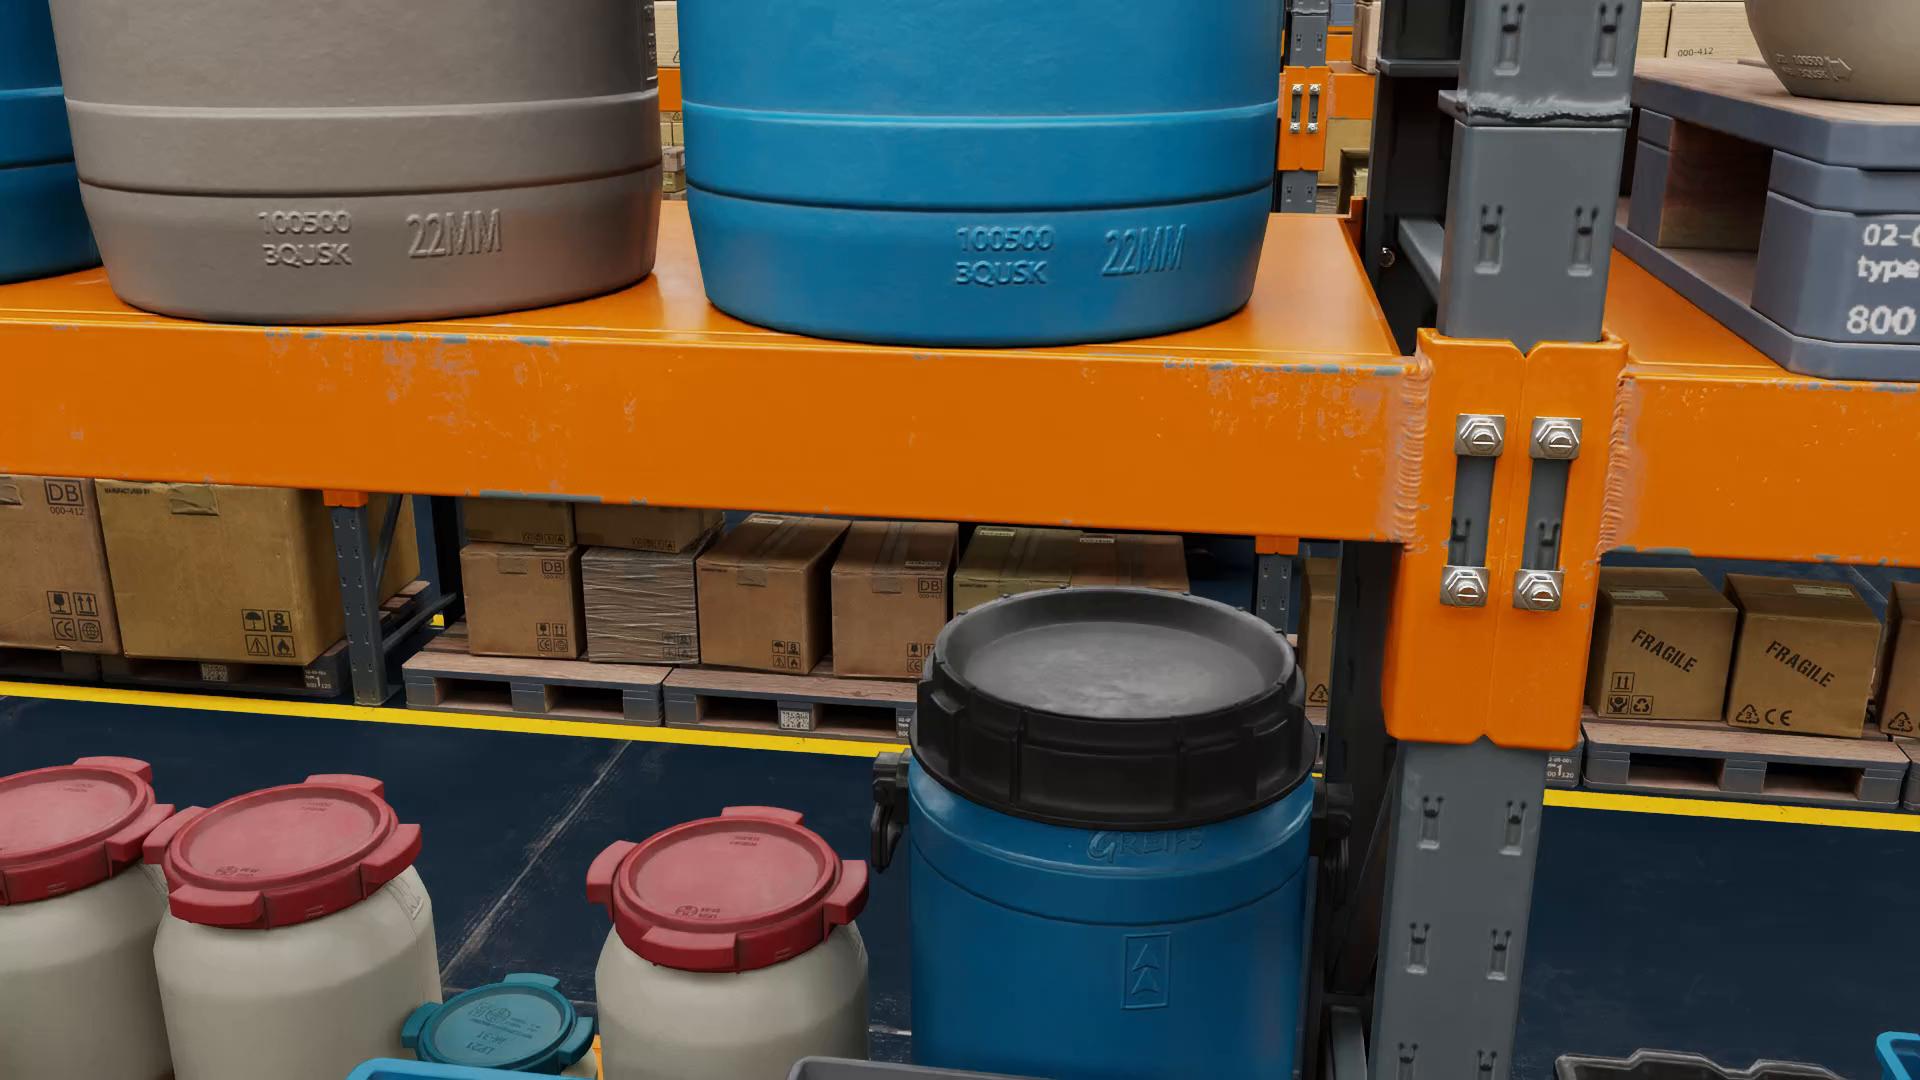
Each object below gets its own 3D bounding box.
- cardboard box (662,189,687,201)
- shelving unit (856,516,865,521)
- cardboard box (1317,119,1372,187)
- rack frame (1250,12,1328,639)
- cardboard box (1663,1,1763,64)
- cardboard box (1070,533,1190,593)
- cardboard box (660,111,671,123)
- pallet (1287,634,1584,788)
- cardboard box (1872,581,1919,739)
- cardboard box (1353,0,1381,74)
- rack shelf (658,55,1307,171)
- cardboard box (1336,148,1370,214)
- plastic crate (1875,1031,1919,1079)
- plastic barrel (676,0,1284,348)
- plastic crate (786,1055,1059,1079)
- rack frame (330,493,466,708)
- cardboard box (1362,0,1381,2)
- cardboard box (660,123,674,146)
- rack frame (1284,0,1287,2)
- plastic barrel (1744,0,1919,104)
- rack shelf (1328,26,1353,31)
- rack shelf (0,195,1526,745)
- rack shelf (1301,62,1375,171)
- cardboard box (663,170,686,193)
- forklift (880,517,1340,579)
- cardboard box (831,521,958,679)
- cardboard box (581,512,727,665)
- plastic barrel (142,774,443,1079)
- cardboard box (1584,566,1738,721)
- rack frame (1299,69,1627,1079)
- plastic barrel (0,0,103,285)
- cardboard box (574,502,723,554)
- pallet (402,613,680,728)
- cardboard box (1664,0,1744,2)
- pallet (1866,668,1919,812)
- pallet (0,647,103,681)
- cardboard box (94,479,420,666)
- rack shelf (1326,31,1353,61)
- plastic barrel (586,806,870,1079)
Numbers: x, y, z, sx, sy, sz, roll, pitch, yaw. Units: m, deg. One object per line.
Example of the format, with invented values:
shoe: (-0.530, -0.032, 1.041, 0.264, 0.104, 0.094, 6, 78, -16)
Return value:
cardboard box: (-2.131, -2.536, 12.389, 0.250, 0.149, 0.380, 3, 19, 8)
shelving unit: (-0.498, -0.591, 9.680, 0.189, 1.200, 0.258, 3, 19, 8)
cardboard box: (2.587, -2.723, 11.275, 0.550, 0.550, 0.875, 3, 19, 9)
rack frame: (1.341, -0.620, 6.928, 0.127, 3.000, 1.000, 3, 19, 9)
cardboard box: (2.757, -1.815, 6.009, 0.500, 0.250, 0.500, 2, 19, 6)
cardboard box: (0.739, 0.319, 7.368, 0.500, 0.500, 0.700, 1, 19, 4)
cardboard box: (-3.084, -4.470, 16.701, 0.500, 0.500, 0.500, 3, 19, 8)
pallet: (2.010, 0.725, 7.303, 1.213, 0.211, 1.003, 3, 19, 9)
cardboard box: (4.081, 0.512, 6.824, 0.500, 0.500, 0.500, 8, 20, 23)
cardboard box: (1.745, -1.868, 6.169, 0.500, 0.250, 0.500, 2, 19, 7)
rack shelf: (-0.633, -1.802, 6.868, 4.000, 0.370, 1.077, 3, 19, 9)
cardboard box: (1.829, -1.346, 6.897, 0.500, 0.500, 0.500, 3, 19, 9)
plastic crate: (1.692, 0.973, 2.402, 0.616, 0.251, 0.499, 3, 19, 9)
plastic barrel: (0.019, -0.686, 1.609, 0.708, 0.901, 0.600, 3, 19, 9)
plastic crate: (0.029, 0.973, 2.067, 0.583, 0.464, 0.402, 3, 19, 9)
rack frame: (-2.608, -0.821, 7.530, 0.127, 3.000, 1.000, 3, 19, 9)
cardboard box: (1.613, -2.047, 6.076, 0.250, 0.149, 0.380, 2, 19, 7)
cardboard box: (-3.083, -4.107, 16.798, 0.500, 0.250, 0.500, 2, 19, 7)
rack frame: (2.228, -5.014, 10.605, 0.127, 3.000, 1.000, 3, 19, 9)
plastic barrel: (0.950, -0.660, 1.482, 0.421, 0.512, 0.421, 0, 18, 0)
rack shelf: (4.888, -4.705, 15.545, 4.000, 0.370, 1.077, 3, 19, 9)
rack shelf: (-1.419, -0.250, 2.230, 4.000, 0.370, 1.077, 3, 19, 9)
rack shelf: (3.316, -1.601, 6.266, 4.000, 0.370, 1.077, 3, 19, 9)
cardboard box: (-2.167, -2.678, 12.346, 0.250, 0.149, 0.380, 4, 19, 11)
forklift: (1.106, -1.357, 9.238, 3.031, 2.935, 1.130, 3, 19, 8)
cardboard box: (-0.282, 0.261, 7.541, 0.500, 0.500, 0.700, 1, 19, 4)
cardboard box: (-1.394, 0.207, 7.703, 0.500, 0.500, 0.700, 1, 19, 4)
plastic barrel: (-1.078, 0.714, 2.729, 0.433, 0.535, 0.433, 0, 18, 0)
cardboard box: (2.922, 0.432, 7.062, 0.500, 0.500, 0.500, 1, 19, 4)
rack frame: (0.556, 0.932, 2.291, 0.127, 3.000, 1.000, 3, 19, 9)
plastic barrel: (-1.272, -0.752, 1.805, 0.708, 0.901, 0.600, 3, 19, 9)
cardboard box: (-1.416, -0.152, 7.595, 0.500, 0.250, 0.500, 5, 19, 15)
pallet: (-1.837, 0.541, 7.854, 1.213, 0.211, 1.003, 3, 19, 9)
cardboard box: (2.650, -1.995, 5.920, 0.250, 0.149, 0.380, 3, 19, 8)
pallet: (4.419, 0.848, 6.936, 1.213, 0.211, 1.003, 3, 19, 9)
pallet: (-4.575, 0.376, 8.348, 1.213, 0.211, 1.003, 3, 19, 9)
cardboard box: (-3.286, -0.054, 7.924, 0.875, 0.875, 1.225, 2, 19, 6)
rack shelf: (4.203, -3.149, 10.895, 4.000, 0.370, 1.077, 3, 19, 9)
plastic barrel: (-0.354, 0.750, 2.619, 0.433, 0.535, 0.433, 0, 18, 0)
